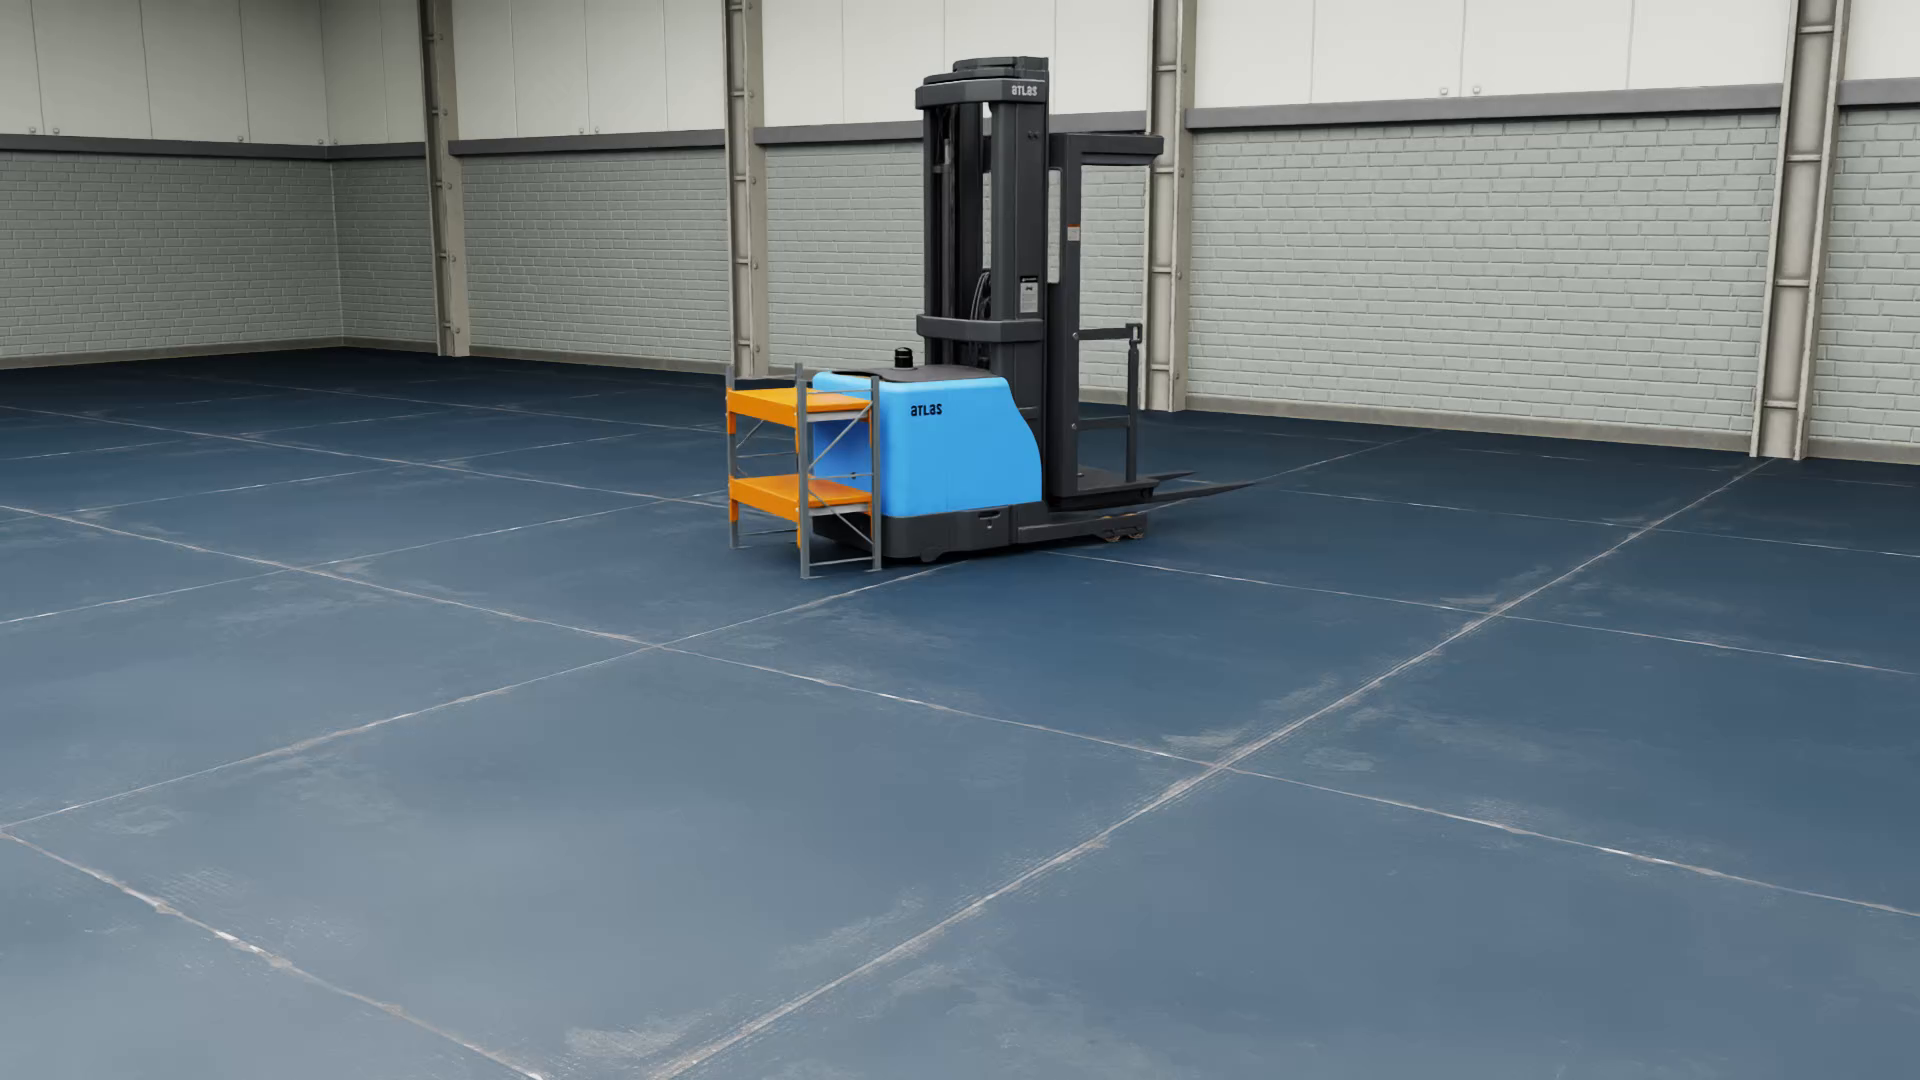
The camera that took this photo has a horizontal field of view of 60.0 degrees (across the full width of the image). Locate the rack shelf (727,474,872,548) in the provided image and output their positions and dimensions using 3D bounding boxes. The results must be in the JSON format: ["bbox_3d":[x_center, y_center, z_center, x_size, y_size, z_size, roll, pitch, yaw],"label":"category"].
[{"bbox_3d":[-0.936,-0.197,9.872,0.538,0.278,1.000,-6,13,-30],"label":"rack shelf"}]

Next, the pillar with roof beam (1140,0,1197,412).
[{"bbox_3d":[-0.382,-5.150,13.458,0.400,9.000,9.100,8,13,36],"label":"pillar with roof beam"}]

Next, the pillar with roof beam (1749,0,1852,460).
[{"bbox_3d":[4.454,-4.475,9.971,0.400,9.000,9.100,8,13,36],"label":"pillar with roof beam"}]

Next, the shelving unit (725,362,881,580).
[{"bbox_3d":[-0.936,-0.437,9.826,0.538,1.125,1.048,-6,13,-30],"label":"shelving unit"}]

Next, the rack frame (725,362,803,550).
[{"bbox_3d":[-1.194,-0.520,10.256,0.500,1.125,0.032,-6,13,-30],"label":"rack frame"}]

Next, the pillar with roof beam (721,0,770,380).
[{"bbox_3d":[-5.218,-5.824,16.945,0.400,9.000,9.100,8,13,36],"label":"pillar with roof beam"}]

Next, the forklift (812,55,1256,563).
[{"bbox_3d":[0.585,-1.500,10.564,3.031,2.935,1.130,-7,13,-33],"label":"forklift"}]

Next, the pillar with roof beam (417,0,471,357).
[{"bbox_3d":[-10.054,-6.499,20.432,0.400,9.000,9.100,8,13,36],"label":"pillar with roof beam"}]

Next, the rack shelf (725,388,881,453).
[{"bbox_3d":[-0.936,-0.724,9.770,0.538,0.278,1.000,-6,13,-30],"label":"rack shelf"}]

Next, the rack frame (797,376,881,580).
[{"bbox_3d":[-0.678,-0.354,9.396,0.500,1.125,0.032,-6,13,-30],"label":"rack frame"}]
